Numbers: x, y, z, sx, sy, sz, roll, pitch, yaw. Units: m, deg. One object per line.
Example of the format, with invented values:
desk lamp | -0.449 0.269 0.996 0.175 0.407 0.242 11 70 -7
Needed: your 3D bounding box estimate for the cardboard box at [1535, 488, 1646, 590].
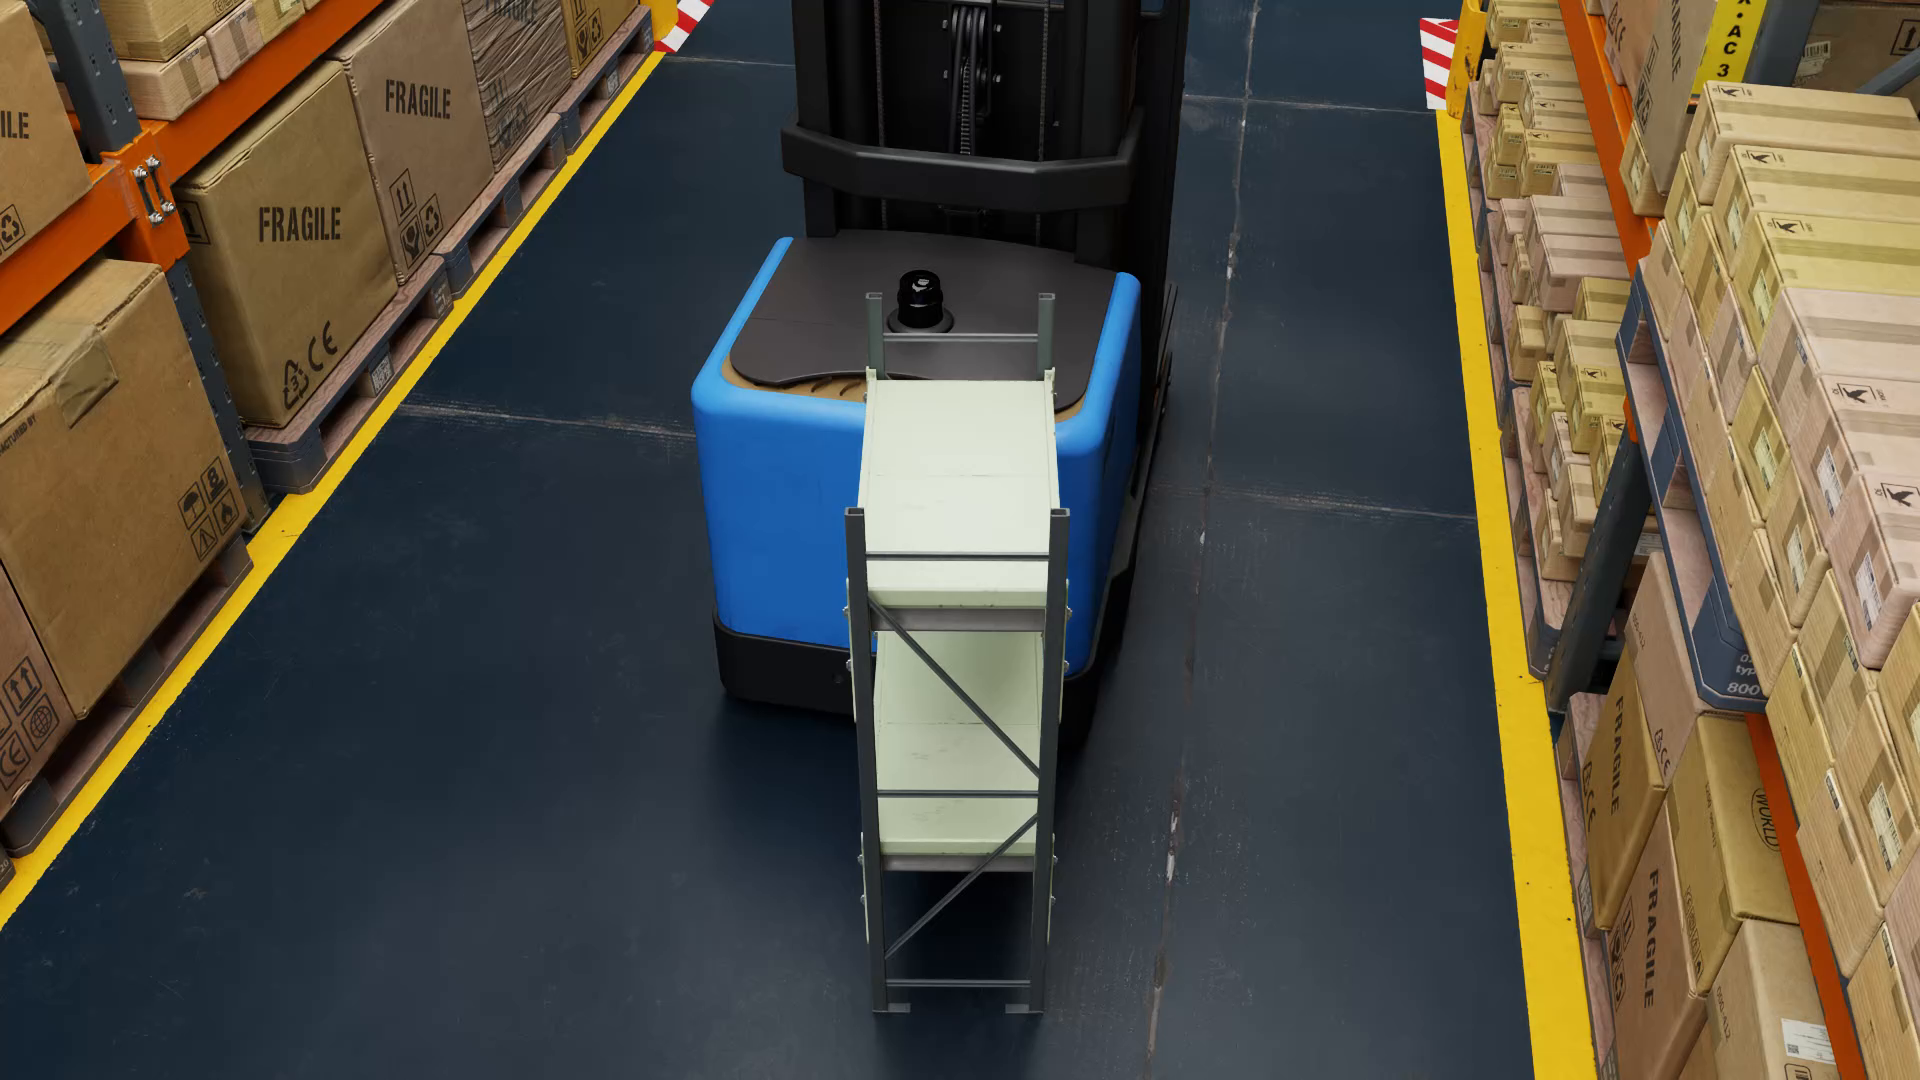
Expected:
cardboard box | 1.881 0.002 4.801 0.380 0.149 0.250 7 40 8

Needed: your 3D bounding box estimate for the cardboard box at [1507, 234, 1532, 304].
cardboard box | 2.180 -0.959 5.964 0.380 0.149 0.250 6 40 8

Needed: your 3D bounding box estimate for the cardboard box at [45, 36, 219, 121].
cardboard box | -2.341 -1.314 4.682 0.380 0.149 0.250 6 40 8

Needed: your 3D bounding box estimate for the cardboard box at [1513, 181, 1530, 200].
cardboard box | 2.331 -1.282 6.355 0.380 0.149 0.250 6 40 8

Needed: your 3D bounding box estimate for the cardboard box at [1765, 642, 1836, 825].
cardboard box | 1.406 0.300 2.400 0.380 0.149 0.250 6 40 7

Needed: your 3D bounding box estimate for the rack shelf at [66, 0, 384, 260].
rack shelf | -2.373 -2.240 6.169 1.077 0.370 4.000 6 40 8

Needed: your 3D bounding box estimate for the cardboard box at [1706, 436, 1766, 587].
cardboard box | 1.493 -0.031 2.801 0.380 0.149 0.250 7 40 8

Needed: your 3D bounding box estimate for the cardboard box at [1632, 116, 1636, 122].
cardboard box | 2.010 -1.094 4.417 0.380 0.149 0.250 8 40 9

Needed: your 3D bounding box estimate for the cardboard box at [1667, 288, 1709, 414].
cardboard box | 1.585 -0.345 3.181 0.380 0.149 0.250 7 40 8

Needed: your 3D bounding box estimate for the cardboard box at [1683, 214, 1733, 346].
cardboard box | 1.584 -0.472 3.100 0.380 0.149 0.250 6 40 7

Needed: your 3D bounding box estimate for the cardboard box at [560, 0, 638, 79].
cardboard box | -2.059 -2.704 7.505 0.875 0.875 0.875 6 40 8

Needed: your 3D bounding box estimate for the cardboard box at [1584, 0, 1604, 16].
cardboard box | 2.167 -1.749 5.208 0.380 0.149 0.250 7 40 9

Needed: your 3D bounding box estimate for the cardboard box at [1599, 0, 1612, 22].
cardboard box | 2.132 -1.777 4.733 0.500 0.500 0.500 6 40 7

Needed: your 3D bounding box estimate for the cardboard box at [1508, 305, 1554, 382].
cardboard box | 2.060 -0.648 5.587 0.380 0.149 0.250 6 40 8

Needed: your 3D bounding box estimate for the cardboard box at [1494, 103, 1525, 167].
cardboard box | 2.288 -1.561 6.458 0.380 0.149 0.250 8 40 9

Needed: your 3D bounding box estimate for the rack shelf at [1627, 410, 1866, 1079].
rack shelf | 1.802 0.881 2.395 1.077 0.370 4.000 6 40 8

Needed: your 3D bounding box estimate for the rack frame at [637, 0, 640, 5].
rack frame | -2.027 -3.772 7.458 1.000 3.000 0.127 6 40 8

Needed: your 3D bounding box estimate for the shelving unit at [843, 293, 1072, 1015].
shelving unit | -0.002 0.294 3.717 0.431 1.500 0.755 0 40 0

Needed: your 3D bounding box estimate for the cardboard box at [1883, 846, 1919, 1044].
cardboard box | 1.314 0.509 1.914 0.380 0.149 0.250 7 40 9

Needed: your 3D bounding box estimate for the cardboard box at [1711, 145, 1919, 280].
cardboard box | 1.585 -0.573 2.990 0.380 0.149 0.250 7 40 9

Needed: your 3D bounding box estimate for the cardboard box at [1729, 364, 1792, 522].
cardboard box | 1.496 -0.146 2.707 0.380 0.149 0.250 5 40 6

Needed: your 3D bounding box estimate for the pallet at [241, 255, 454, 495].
pallet | -2.511 -0.655 5.877 1.003 0.211 1.213 6 40 8

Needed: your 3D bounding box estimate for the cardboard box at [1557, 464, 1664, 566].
cardboard box | 1.890 -0.062 4.645 0.380 0.149 0.250 7 40 9

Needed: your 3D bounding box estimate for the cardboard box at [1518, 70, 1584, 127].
cardboard box | 2.355 -1.668 6.354 0.380 0.149 0.250 5 40 5

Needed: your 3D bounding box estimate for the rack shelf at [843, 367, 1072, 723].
rack shelf | -0.002 -0.007 3.468 0.431 0.370 0.720 0 40 0

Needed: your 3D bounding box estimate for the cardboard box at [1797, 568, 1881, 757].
cardboard box | 1.405 0.190 2.301 0.380 0.149 0.250 6 40 7

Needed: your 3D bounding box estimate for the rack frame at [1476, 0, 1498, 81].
rack frame | 2.840 -3.162 6.720 1.000 3.000 0.127 6 40 8

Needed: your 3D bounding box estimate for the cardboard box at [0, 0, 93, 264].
cardboard box | -2.531 -0.977 3.999 0.500 0.500 0.500 7 40 8

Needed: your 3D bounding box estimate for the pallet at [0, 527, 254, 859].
pallet | -2.779 0.306 4.715 1.003 0.211 1.213 6 40 8

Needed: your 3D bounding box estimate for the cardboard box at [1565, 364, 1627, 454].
cardboard box | 1.959 -0.360 4.773 0.380 0.149 0.250 7 40 8

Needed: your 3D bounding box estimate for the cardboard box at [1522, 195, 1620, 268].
cardboard box | 2.107 -1.022 5.573 0.380 0.149 0.250 5 40 6

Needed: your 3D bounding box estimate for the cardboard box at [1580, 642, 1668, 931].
cardboard box | 1.759 0.585 3.821 0.500 0.500 0.500 8 40 9

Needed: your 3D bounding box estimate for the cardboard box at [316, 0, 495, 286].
cardboard box | -2.371 -1.575 6.139 0.875 0.875 0.875 6 40 8

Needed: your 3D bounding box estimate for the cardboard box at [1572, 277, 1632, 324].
cardboard box | 2.116 -0.672 5.149 0.380 0.149 0.250 8 40 9

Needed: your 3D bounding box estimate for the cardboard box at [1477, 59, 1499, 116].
cardboard box | 2.435 -1.931 7.140 0.380 0.149 0.250 7 40 9

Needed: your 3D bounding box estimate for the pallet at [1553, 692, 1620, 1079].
pallet | 2.015 0.912 3.981 1.003 0.211 1.213 6 40 8

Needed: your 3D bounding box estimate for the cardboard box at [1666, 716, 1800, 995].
cardboard box | 1.671 0.630 3.177 0.500 0.250 0.500 7 40 9

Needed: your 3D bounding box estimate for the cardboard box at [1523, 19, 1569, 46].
cardboard box | 2.486 -1.976 6.727 0.380 0.149 0.250 7 40 8

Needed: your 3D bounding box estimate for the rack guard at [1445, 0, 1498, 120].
rack guard | 2.827 -2.151 7.459 1.175 0.500 0.348 6 40 8

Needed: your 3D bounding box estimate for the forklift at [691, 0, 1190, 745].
forklift | 0.129 -1.523 4.791 1.130 2.935 3.031 8 40 9

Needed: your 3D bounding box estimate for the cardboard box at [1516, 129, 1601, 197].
cardboard box | 2.207 -1.335 5.951 0.380 0.149 0.250 7 40 8

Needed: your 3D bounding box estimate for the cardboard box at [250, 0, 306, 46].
cardboard box | -2.250 -1.644 5.082 0.380 0.149 0.250 8 40 9

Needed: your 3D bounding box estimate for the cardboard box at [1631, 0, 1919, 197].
cardboard box | 1.954 -1.139 3.962 0.500 0.500 0.500 6 40 8

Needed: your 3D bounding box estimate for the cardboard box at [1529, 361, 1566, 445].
cardboard box | 1.953 -0.403 5.058 0.380 0.149 0.250 5 40 6

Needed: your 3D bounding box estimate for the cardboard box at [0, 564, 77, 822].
cardboard box | -2.964 0.360 3.798 1.225 0.875 0.875 5 40 6

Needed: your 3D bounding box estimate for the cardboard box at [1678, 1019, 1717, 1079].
cardboard box | 1.592 1.247 3.020 0.500 0.500 0.500 7 40 8

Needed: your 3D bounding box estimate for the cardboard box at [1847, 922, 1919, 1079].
cardboard box | 1.316 0.629 2.002 0.380 0.149 0.250 8 40 9

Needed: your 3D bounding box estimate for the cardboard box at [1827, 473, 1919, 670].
cardboard box | 1.404 0.062 2.221 0.380 0.149 0.250 8 40 9

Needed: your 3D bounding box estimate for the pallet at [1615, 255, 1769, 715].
pallet | 1.873 -0.114 3.184 1.003 0.211 1.213 6 40 8

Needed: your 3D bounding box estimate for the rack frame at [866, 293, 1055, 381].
rack frame | 0.001 0.061 3.999 0.400 1.500 0.023 0 40 0

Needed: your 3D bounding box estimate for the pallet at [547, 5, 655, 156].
pallet | -2.088 -2.187 7.729 1.003 0.211 1.213 6 40 8

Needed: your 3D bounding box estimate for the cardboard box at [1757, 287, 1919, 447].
cardboard box | 1.492 -0.256 2.607 0.380 0.149 0.250 6 40 7

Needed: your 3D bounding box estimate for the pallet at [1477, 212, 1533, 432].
pallet | 2.438 -0.770 6.015 1.003 0.211 1.213 6 40 8
